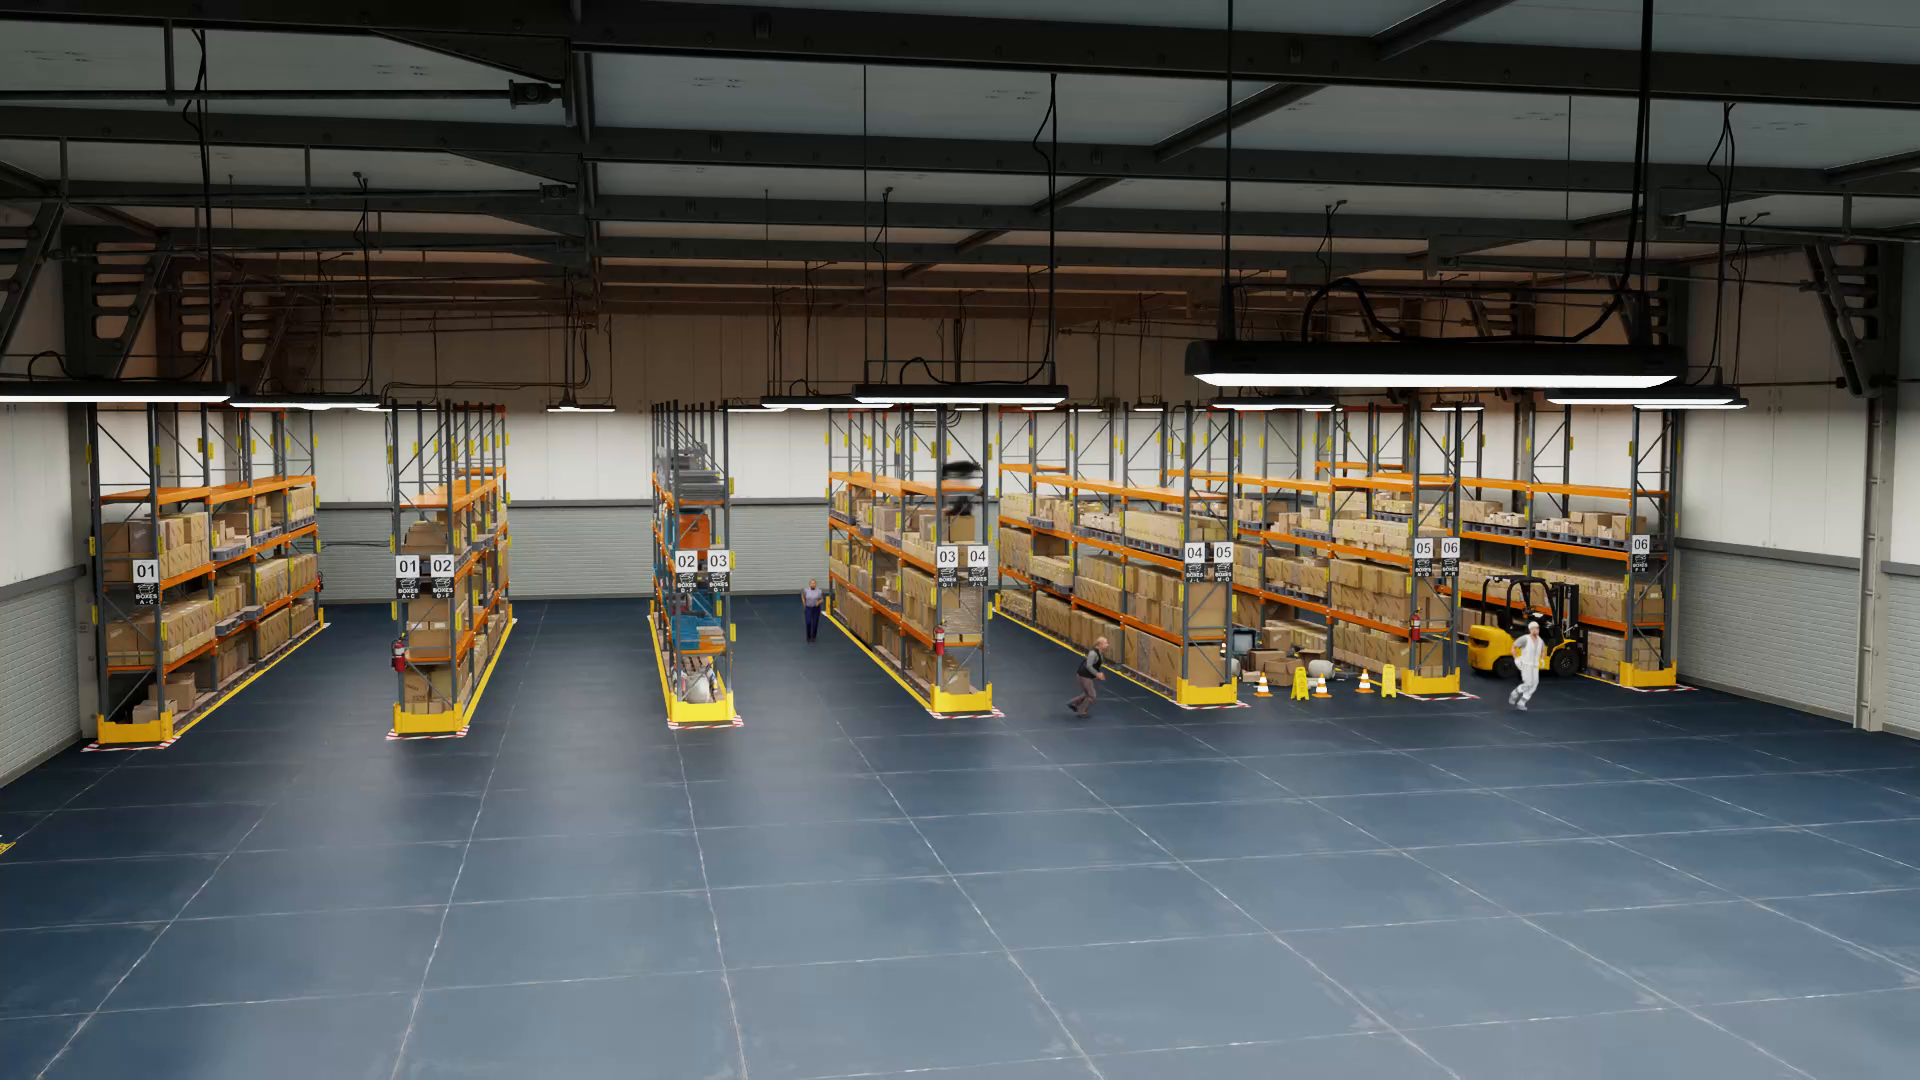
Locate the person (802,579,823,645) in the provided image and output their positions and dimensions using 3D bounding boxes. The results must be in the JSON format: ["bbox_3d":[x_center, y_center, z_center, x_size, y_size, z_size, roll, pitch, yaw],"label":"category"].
[{"bbox_3d":[-3.677,1.796,41.550,0.516,1.666,0.773,-1,4,-12],"label":"person"}]

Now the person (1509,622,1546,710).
[{"bbox_3d":[11.067,2.435,32.272,0.701,1.714,0.538,-2,5,-26],"label":"person"}]

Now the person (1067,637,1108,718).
[{"bbox_3d":[2.392,2.580,31.309,0.854,1.569,0.622,2,5,21],"label":"person"}]
